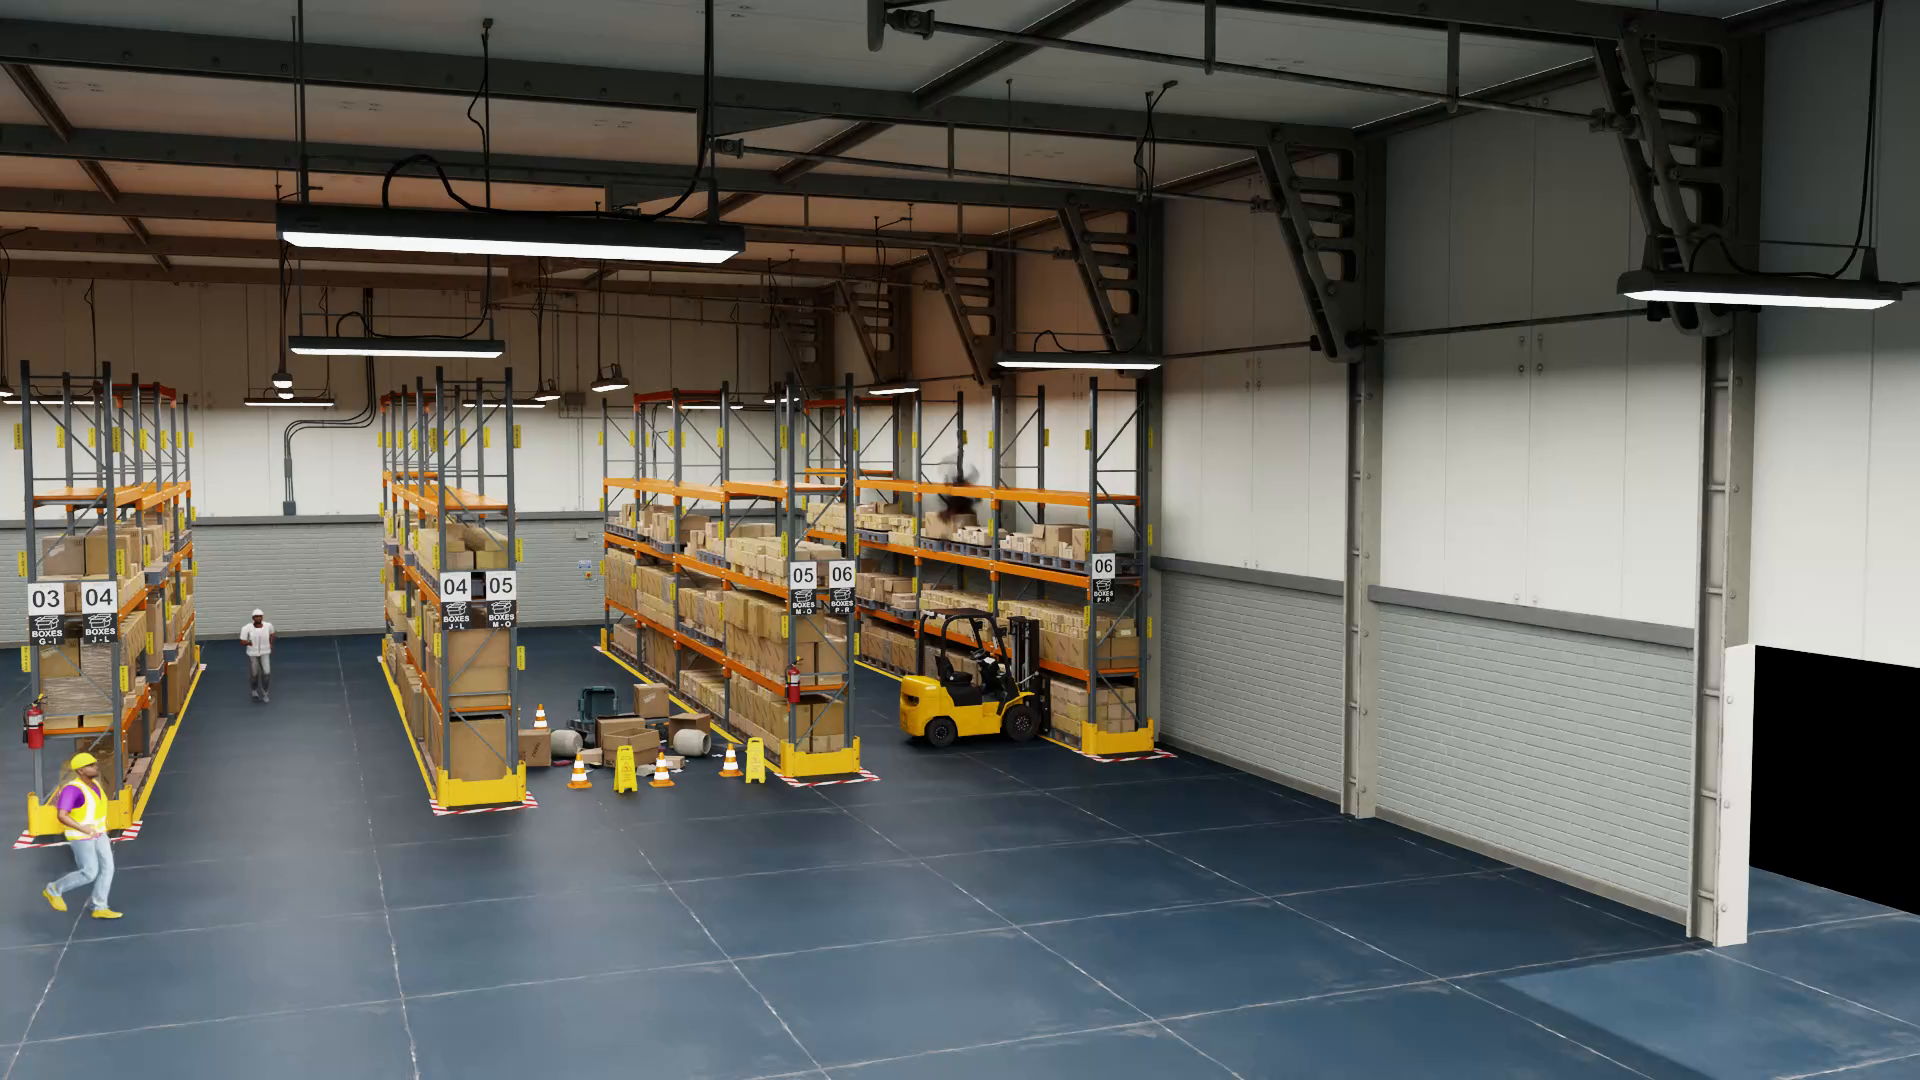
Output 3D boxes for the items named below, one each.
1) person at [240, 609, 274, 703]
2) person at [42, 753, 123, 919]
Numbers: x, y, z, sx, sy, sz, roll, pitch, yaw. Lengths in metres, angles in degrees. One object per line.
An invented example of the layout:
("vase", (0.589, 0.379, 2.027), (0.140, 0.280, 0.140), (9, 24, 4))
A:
("person", (-13.422, 2.224, 31.804), (0.634, 1.822, 0.800), (-2, 4, -27))
("person", (-9.173, 3.094, 17.371), (0.779, 1.746, 0.705), (0, 3, 3))
